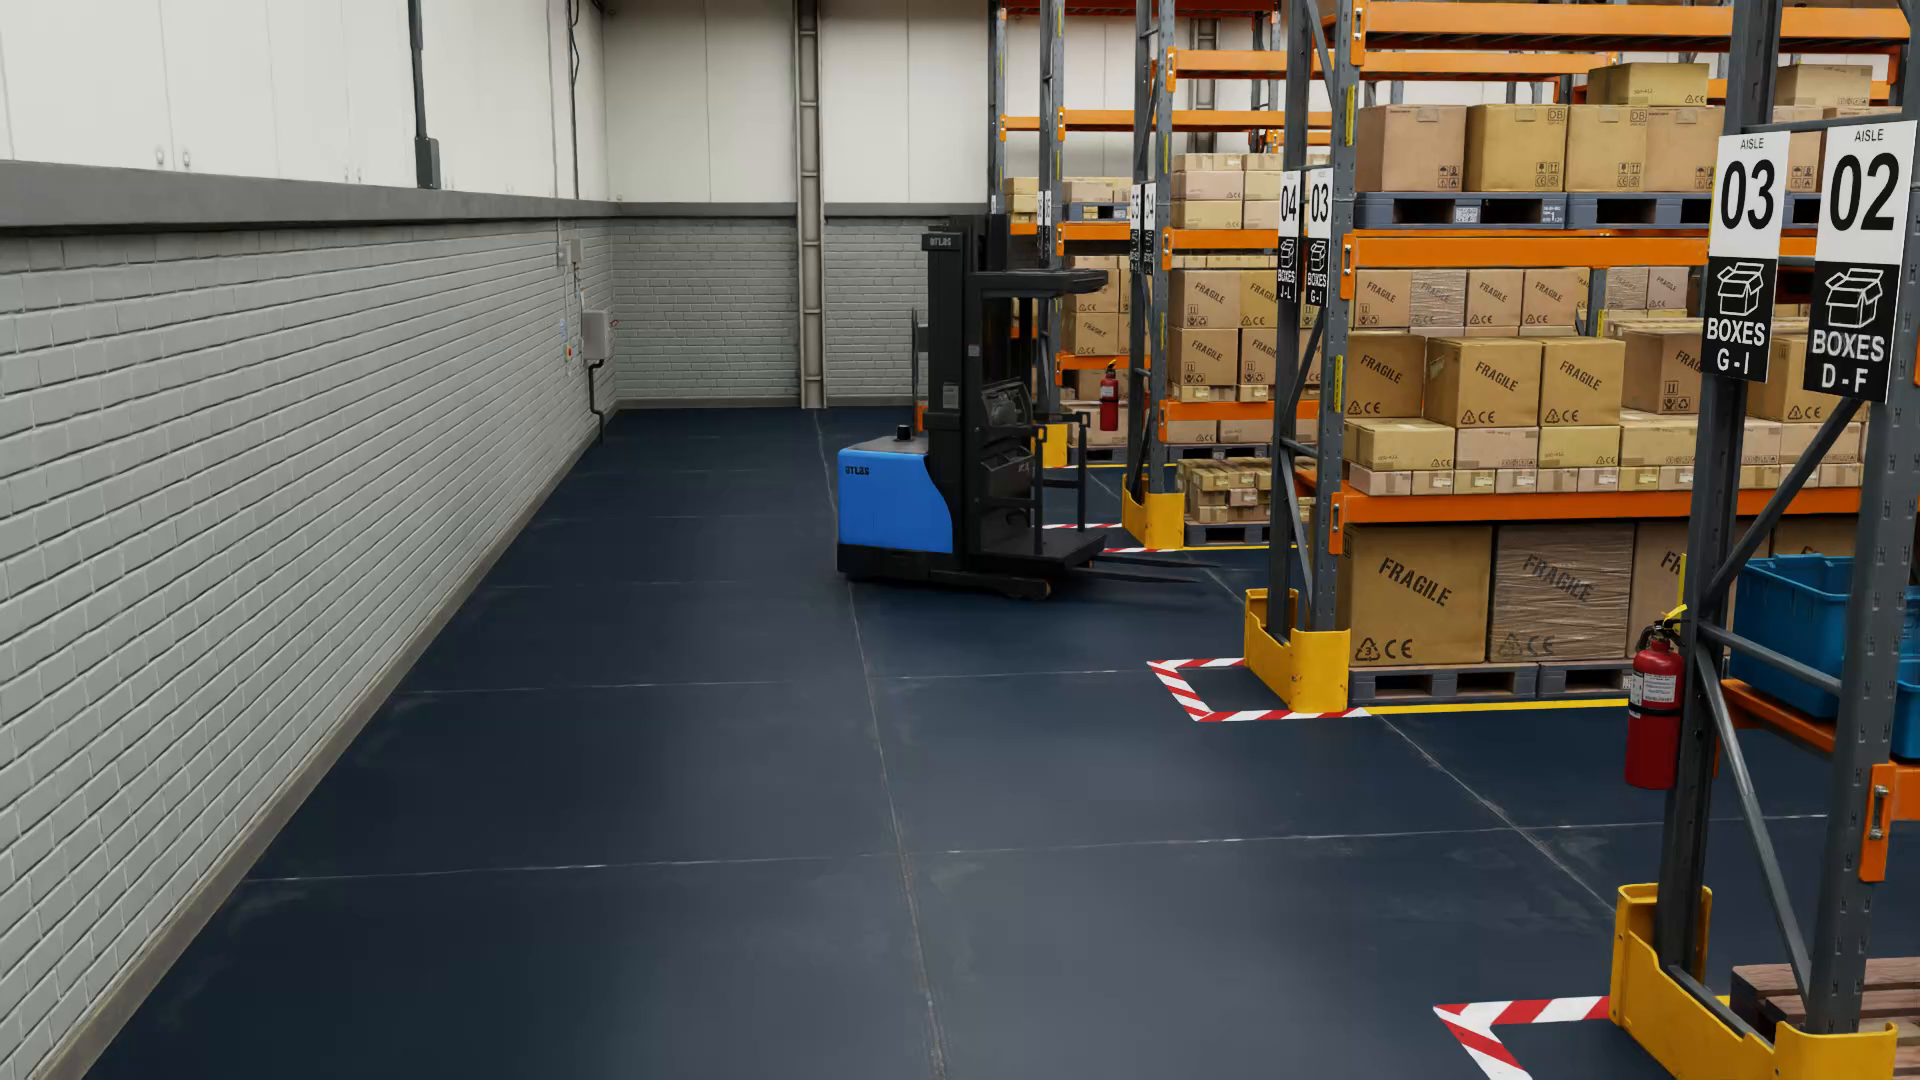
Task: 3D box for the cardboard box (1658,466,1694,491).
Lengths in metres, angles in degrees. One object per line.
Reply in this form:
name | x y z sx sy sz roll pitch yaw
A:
cardboard box | 4.312 -0.406 10.189 0.250 0.149 0.380 -1 11 -5

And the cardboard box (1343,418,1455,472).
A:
cardboard box | 2.640 -0.577 10.029 0.500 0.250 0.500 -2 11 -8

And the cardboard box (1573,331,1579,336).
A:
cardboard box | 7.533 -2.459 20.371 0.500 0.250 0.500 -1 11 -7

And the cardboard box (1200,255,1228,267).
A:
cardboard box | 2.992 -3.284 19.644 0.250 0.149 0.380 -1 11 -7

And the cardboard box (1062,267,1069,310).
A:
cardboard box | 1.517 -3.043 20.100 0.500 0.500 0.500 -1 11 -4

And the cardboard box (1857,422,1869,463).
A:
cardboard box | 5.700 -0.643 10.362 0.500 0.250 0.500 -1 11 -7

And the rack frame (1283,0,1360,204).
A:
rack frame | 2.134 -3.490 9.677 0.127 3.000 1.000 -1 11 -6

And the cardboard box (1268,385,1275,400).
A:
cardboard box | 2.821 -1.361 15.048 0.250 0.149 0.380 -1 11 -3

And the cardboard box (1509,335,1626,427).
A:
cardboard box | 3.651 -0.968 10.070 0.500 0.500 0.500 -2 11 -8

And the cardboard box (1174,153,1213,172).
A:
cardboard box | 2.045 -3.302 14.555 0.250 0.149 0.380 -1 11 -7

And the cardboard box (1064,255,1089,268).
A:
cardboard box | 1.399 -3.351 19.987 0.250 0.149 0.380 -1 11 -5

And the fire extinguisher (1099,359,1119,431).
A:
fire extinguisher | 1.398 -1.362 15.571 0.183 0.674 0.296 -1 11 -6

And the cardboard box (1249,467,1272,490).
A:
cardboard box | 2.781 -0.554 15.054 0.250 0.149 0.380 -1 11 -6

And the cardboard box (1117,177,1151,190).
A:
cardboard box | 2.503 -5.182 24.380 0.500 0.250 0.500 -1 11 -5

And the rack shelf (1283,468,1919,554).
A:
rack shelf | 4.122 -0.235 10.537 4.000 0.370 1.077 -1 11 -6

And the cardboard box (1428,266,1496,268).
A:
cardboard box | 4.686 -2.293 15.514 0.500 0.500 0.500 -2 11 -8

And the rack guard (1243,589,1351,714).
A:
rack guard | 2.110 0.680 10.494 0.348 0.500 1.175 -1 11 -6

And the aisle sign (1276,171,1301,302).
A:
aisle sign | 2.030 -1.878 10.290 0.004 0.787 0.394 -1 11 -6

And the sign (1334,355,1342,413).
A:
sign | 2.188 -0.904 9.622 0.005 0.325 0.100 -1 11 -6

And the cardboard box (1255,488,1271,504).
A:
cardboard box | 2.759 -0.432 15.201 0.250 0.149 0.380 -1 11 -5

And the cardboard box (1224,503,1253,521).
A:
cardboard box | 2.505 -0.278 15.190 0.250 0.149 0.380 -1 11 -6

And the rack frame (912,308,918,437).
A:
rack frame | -0.407 -1.022 15.004 0.015 2.100 0.400 -1 11 -6

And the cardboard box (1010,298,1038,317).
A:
cardboard box | 1.004 -3.429 24.535 0.500 0.250 0.500 -1 11 -6

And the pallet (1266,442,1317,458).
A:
pallet | 4.276 -1.161 20.611 1.213 0.211 1.003 -1 11 -6

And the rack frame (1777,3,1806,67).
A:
rack frame | 12.453 -6.593 25.457 0.127 3.000 1.000 -1 11 -6

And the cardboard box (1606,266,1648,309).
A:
cardboard box | 8.022 -3.080 20.292 0.500 0.500 0.500 -1 11 -5

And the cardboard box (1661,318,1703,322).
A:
cardboard box | 6.838 -2.020 15.770 0.250 0.149 0.380 -1 11 -6

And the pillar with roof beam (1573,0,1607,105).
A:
pillar with roof beam | 10.140 -5.884 21.851 0.548 9.000 9.100 -1 11 -6

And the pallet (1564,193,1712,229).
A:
pallet | 4.086 -2.019 10.196 1.213 0.211 1.003 -1 11 -6

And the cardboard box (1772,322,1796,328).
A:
cardboard box | 7.402 -1.905 15.186 0.250 0.149 0.380 -1 11 -4

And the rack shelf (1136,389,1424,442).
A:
rack shelf | 3.687 -1.189 15.386 4.000 0.370 1.077 -1 11 -6

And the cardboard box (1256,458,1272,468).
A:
cardboard box | 2.961 -0.676 15.672 0.250 0.149 0.380 -2 11 -8

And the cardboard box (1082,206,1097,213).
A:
cardboard box | 2.007 -4.923 24.357 0.500 0.250 0.500 -2 11 -8

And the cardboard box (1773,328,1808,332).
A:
cardboard box | 5.606 -1.109 10.791 0.500 0.500 0.500 -1 11 -6

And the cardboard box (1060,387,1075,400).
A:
cardboard box | 1.568 -2.202 24.978 0.250 0.149 0.380 -2 11 -8

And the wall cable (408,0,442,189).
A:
wall cable | -3.860 -5.612 12.129 0.120 5.999 2.277 -1 11 -6

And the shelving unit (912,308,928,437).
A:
shelving unit | -0.165 -1.027 15.030 0.503 2.100 0.431 -1 11 -6

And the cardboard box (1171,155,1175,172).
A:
cardboard box | 1.997 -3.403 15.065 0.250 0.149 0.380 -1 11 -7

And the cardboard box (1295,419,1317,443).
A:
cardboard box | 4.404 -1.487 20.591 0.875 0.438 0.875 -1 11 -7

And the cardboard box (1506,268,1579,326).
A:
cardboard box | 5.237 -2.207 15.080 0.500 0.500 0.500 -2 11 -8

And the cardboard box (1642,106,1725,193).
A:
cardboard box | 4.269 -2.384 10.219 0.500 0.500 0.700 -1 11 -4

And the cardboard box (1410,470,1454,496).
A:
cardboard box | 2.777 -0.373 10.024 0.250 0.149 0.380 -1 11 -7

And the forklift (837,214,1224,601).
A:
forklift | 0.559 -1.083 13.163 3.031 2.935 1.130 5 12 23

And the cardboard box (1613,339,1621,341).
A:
cardboard box | 6.116 -1.732 15.076 0.250 0.149 0.380 -1 11 -5

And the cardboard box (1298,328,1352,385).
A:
cardboard box | 3.192 -1.675 14.965 0.500 0.500 0.500 -1 11 -5

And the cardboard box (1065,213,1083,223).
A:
cardboard box | 1.639 -4.708 24.296 0.250 0.149 0.380 -1 11 -5

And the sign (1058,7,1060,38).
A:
sign | 1.117 -5.820 18.696 0.005 0.325 0.100 -1 11 -6

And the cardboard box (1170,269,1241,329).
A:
cardboard box | 2.173 -2.144 14.758 0.500 0.500 0.500 -1 11 -6

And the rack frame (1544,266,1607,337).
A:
rack frame | 5.675 -1.583 15.528 0.127 3.000 1.000 -1 11 -6

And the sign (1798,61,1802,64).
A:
sign | 12.524 -6.986 24.831 0.005 0.325 0.100 -1 11 -6

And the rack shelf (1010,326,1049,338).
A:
rack shelf | 2.512 -3.088 25.045 4.000 0.370 1.077 -1 11 -6
